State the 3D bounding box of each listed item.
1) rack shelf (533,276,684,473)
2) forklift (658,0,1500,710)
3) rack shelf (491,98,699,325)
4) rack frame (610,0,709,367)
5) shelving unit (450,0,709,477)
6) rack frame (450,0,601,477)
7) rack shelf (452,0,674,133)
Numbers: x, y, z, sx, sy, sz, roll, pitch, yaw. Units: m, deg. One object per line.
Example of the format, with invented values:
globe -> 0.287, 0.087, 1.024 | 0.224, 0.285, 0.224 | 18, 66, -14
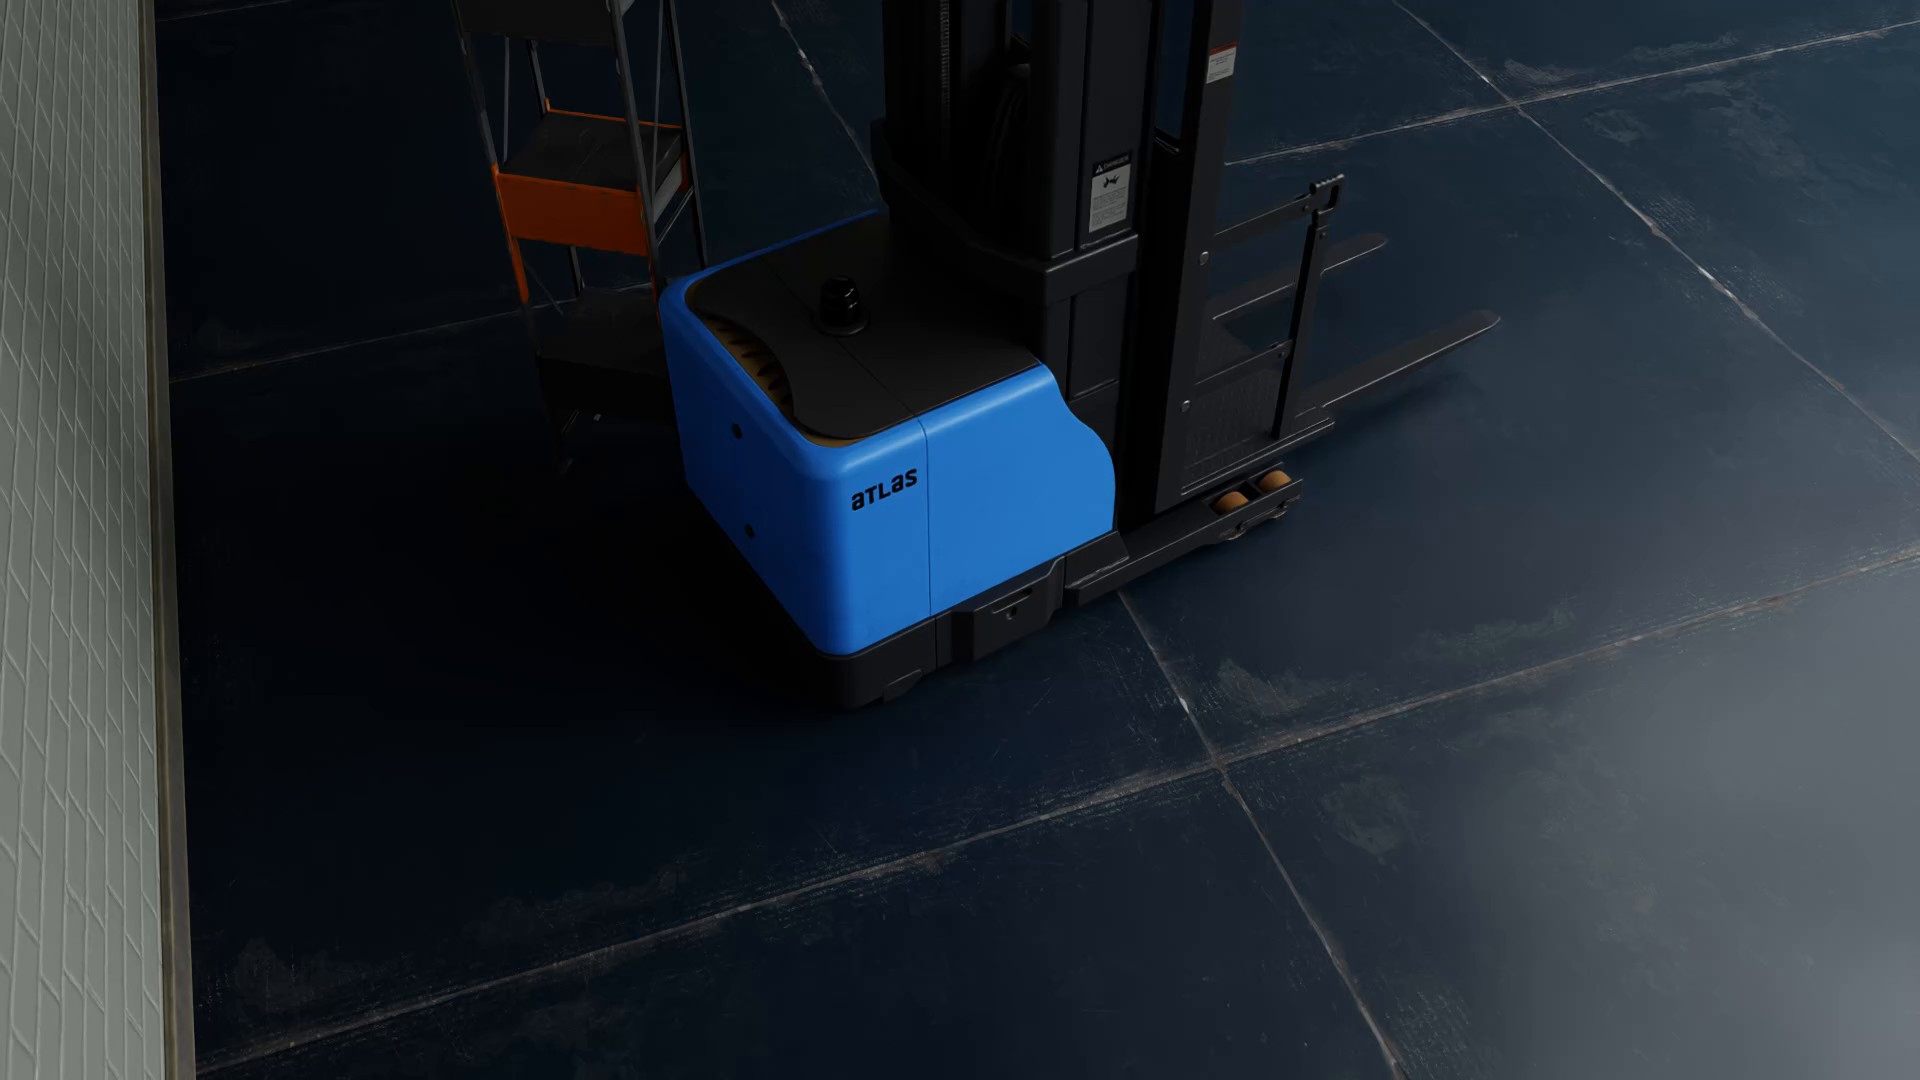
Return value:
rack shelf -> -1.145, -0.561, 5.834 | 0.480, 0.518, 0.431 | 10, 46, 10
forklift -> 0.590, -1.326, 5.002 | 3.031, 2.935, 1.130 | -25, 50, -23
rack shelf -> -1.145, -1.055, 5.338 | 0.480, 0.518, 0.431 | 10, 46, 10
rack frame -> -0.908, -1.023, 5.288 | 0.015, 2.100, 0.400 | 10, 46, 10
shelving unit -> -1.145, -1.064, 5.328 | 0.503, 2.100, 0.431 | 10, 46, 10
rack frame -> -1.382, -1.105, 5.369 | 0.015, 2.100, 0.400 | 10, 46, 10
rack shelf -> -1.145, -1.549, 4.842 | 0.480, 0.518, 0.431 | 10, 46, 10
